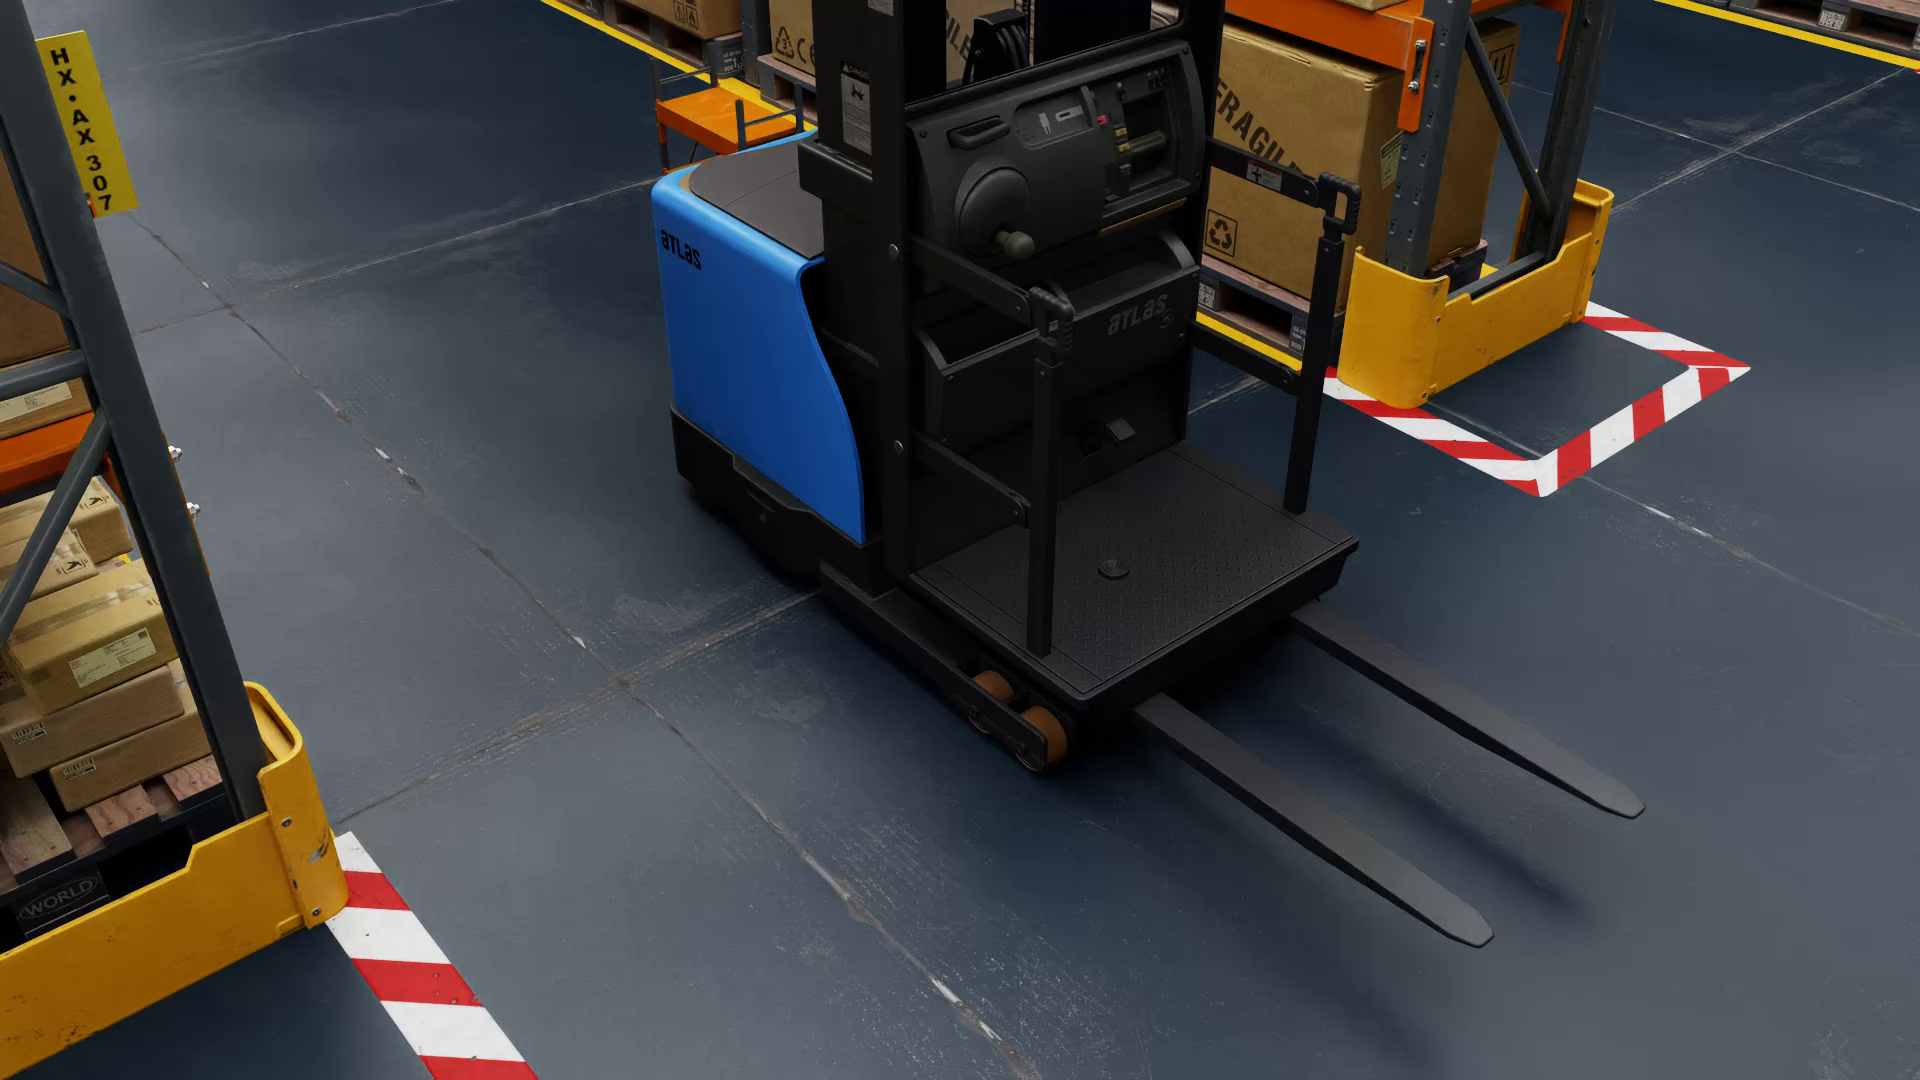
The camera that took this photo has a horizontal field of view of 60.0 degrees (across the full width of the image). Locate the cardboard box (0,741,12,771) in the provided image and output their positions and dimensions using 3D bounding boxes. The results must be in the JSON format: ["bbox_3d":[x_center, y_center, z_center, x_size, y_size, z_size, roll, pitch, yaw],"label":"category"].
[{"bbox_3d":[-2.285,0.386,4.214,0.380,0.149,0.250,-26,43,-32],"label":"cardboard box"}]

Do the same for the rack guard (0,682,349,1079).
[{"bbox_3d":[-2.008,0.816,3.666,1.175,0.500,0.348,-26,43,-32],"label":"rack guard"}]

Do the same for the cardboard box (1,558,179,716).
[{"bbox_3d":[-2.038,0.220,3.932,0.380,0.149,0.250,-28,44,-34],"label":"cardboard box"}]

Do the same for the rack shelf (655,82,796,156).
[{"bbox_3d":[-0.748,-1.321,5.397,0.258,0.148,0.480,-26,43,-32],"label":"rack shelf"}]

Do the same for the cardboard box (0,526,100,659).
[{"bbox_3d":[-2.308,0.144,4.040,0.380,0.149,0.250,-25,42,-31],"label":"cardboard box"}]

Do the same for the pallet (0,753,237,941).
[{"bbox_3d":[-2.506,0.562,4.274,1.003,0.211,1.213,-26,43,-32],"label":"pallet"}]

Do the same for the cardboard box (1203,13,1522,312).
[{"bbox_3d":[1.421,-1.533,6.294,0.875,0.875,0.875,-26,43,-32],"label":"cardboard box"}]

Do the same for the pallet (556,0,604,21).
[{"bbox_3d":[-2.034,-3.456,9.947,1.003,0.211,1.213,-26,43,-32],"label":"pallet"}]

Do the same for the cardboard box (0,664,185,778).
[{"bbox_3d":[-2.101,0.373,3.974,0.380,0.149,0.250,-24,42,-30],"label":"cardboard box"}]

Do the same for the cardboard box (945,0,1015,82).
[{"bbox_3d":[0.259,-2.328,7.416,0.875,0.875,0.875,-26,43,-32],"label":"cardboard box"}]

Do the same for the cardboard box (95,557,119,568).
[{"bbox_3d":[-2.531,0.125,4.582,0.380,0.149,0.250,-25,43,-31],"label":"cardboard box"}]

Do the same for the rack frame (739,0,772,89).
[{"bbox_3d":[-0.687,-3.742,7.938,1.000,3.000,0.127,-26,43,-32],"label":"rack frame"}]

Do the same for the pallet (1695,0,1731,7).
[{"bbox_3d":[4.393,-3.602,10.154,1.003,0.211,1.213,-26,43,-32],"label":"pallet"}]

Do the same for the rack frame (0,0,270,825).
[{"bbox_3d":[-1.959,-0.171,2.896,1.000,3.000,0.127,-26,43,-32],"label":"rack frame"}]

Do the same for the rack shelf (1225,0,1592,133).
[{"bbox_3d":[0.604,-2.565,6.900,1.077,0.370,4.000,-26,43,-32],"label":"rack shelf"}]

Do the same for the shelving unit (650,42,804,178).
[{"bbox_3d":[-0.748,-1.000,5.624,0.258,1.200,0.503,-26,43,-32],"label":"shelving unit"}]

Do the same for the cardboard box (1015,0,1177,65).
[{"bbox_3d":[0.833,-1.935,6.862,0.875,0.875,0.875,-26,43,-32],"label":"cardboard box"}]

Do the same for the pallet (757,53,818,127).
[{"bbox_3d":[-0.256,-2.239,8.229,1.003,0.211,1.213,-26,43,-32],"label":"pallet"}]

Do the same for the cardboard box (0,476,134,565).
[{"bbox_3d":[-2.373,-0.015,4.265,0.380,0.149,0.250,-26,43,-32],"label":"cardboard box"}]

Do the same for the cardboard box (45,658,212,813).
[{"bbox_3d":[-2.053,0.471,4.094,0.380,0.149,0.250,-25,42,-31],"label":"cardboard box"}]

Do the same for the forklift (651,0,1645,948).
[{"bbox_3d":[0.405,-0.920,4.013,1.130,2.935,3.031,-26,43,-32],"label":"forklift"}]

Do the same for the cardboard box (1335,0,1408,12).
[{"bbox_3d":[1.413,-1.908,5.566,0.380,0.149,0.250,-25,42,-31],"label":"cardboard box"}]

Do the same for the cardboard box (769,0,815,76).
[{"bbox_3d":[-0.322,-2.725,7.978,0.875,0.875,0.875,-26,43,-32],"label":"cardboard box"}]

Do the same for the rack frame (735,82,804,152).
[{"bbox_3d":[-0.590,-0.892,5.472,0.240,1.200,0.015,-26,43,-32],"label":"rack frame"}]

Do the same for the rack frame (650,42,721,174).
[{"bbox_3d":[-0.906,-1.107,5.775,0.240,1.200,0.015,-26,43,-32],"label":"rack frame"}]

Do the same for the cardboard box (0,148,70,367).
[{"bbox_3d":[-2.038,-0.634,3.206,0.500,0.500,0.500,-24,42,-30],"label":"cardboard box"}]

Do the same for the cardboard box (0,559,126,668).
[{"bbox_3d":[-2.235,0.231,4.175,0.380,0.149,0.250,-26,43,-32],"label":"cardboard box"}]

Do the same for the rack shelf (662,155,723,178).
[{"bbox_3d":[-0.748,-1.127,5.533,0.258,0.148,0.480,-26,43,-32],"label":"rack shelf"}]

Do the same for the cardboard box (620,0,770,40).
[{"bbox_3d":[-1.115,-3.321,8.820,1.225,0.875,0.875,-26,43,-32],"label":"cardboard box"}]

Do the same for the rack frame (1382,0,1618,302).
[{"bbox_3d":[1.895,-1.976,5.445,1.000,3.000,0.127,-26,43,-32],"label":"rack frame"}]

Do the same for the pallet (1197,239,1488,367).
[{"bbox_3d":[1.319,-1.162,6.708,1.003,0.211,1.213,-26,43,-32],"label":"pallet"}]

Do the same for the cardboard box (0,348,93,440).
[{"bbox_3d":[-1.918,-0.333,3.343,0.380,0.149,0.250,-26,43,-32],"label":"cardboard box"}]

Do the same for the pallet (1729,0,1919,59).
[{"bbox_3d":[5.176,-3.064,9.394,1.003,0.211,1.213,-26,43,-32],"label":"pallet"}]

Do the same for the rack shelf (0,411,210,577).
[{"bbox_3d":[-3.250,-0.760,4.350,1.077,0.370,4.000,-26,43,-32],"label":"rack shelf"}]

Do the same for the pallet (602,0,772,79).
[{"bbox_3d":[-1.242,-2.917,9.186,1.003,0.211,1.213,-26,43,-32],"label":"pallet"}]

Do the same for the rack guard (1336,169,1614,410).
[{"bbox_3d":[1.910,-0.945,6.152,1.175,0.500,0.348,-26,43,-32],"label":"rack guard"}]

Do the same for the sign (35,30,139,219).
[{"bbox_3d":[-1.545,-0.726,2.931,0.100,0.325,0.005,-26,43,-32],"label":"sign"}]
